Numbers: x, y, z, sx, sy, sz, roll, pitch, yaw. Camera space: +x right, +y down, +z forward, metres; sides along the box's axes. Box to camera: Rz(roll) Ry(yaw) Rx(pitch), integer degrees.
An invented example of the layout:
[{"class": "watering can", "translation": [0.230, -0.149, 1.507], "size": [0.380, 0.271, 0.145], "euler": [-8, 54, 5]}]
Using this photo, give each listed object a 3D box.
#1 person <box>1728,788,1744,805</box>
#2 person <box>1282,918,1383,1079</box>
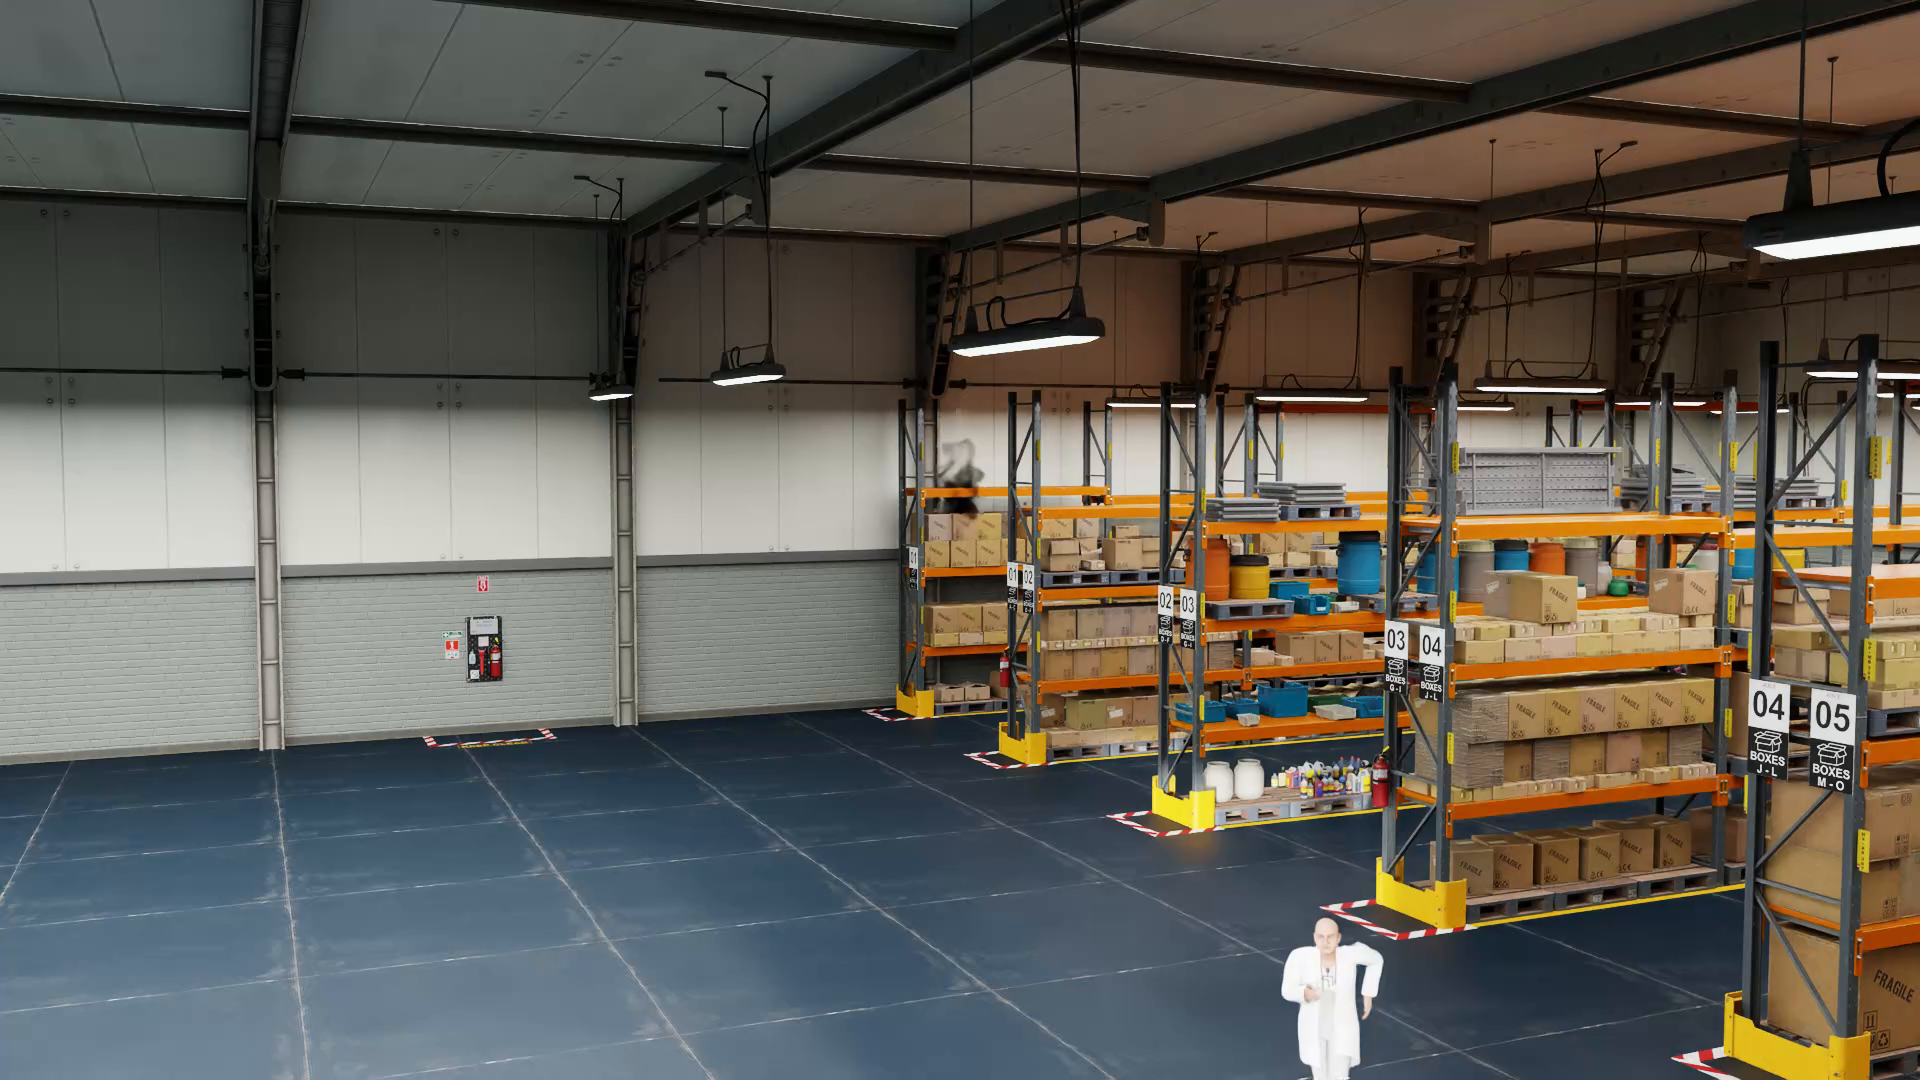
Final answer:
[{"class": "person", "translation": [11.027, 2.894, 23.737], "size": [0.716, 1.751, 0.674], "euler": [-2, 4, -32]}, {"class": "person", "translation": [2.695, 3.570, 12.083], "size": [0.673, 1.727, 0.895], "euler": [1, 4, 21]}]
